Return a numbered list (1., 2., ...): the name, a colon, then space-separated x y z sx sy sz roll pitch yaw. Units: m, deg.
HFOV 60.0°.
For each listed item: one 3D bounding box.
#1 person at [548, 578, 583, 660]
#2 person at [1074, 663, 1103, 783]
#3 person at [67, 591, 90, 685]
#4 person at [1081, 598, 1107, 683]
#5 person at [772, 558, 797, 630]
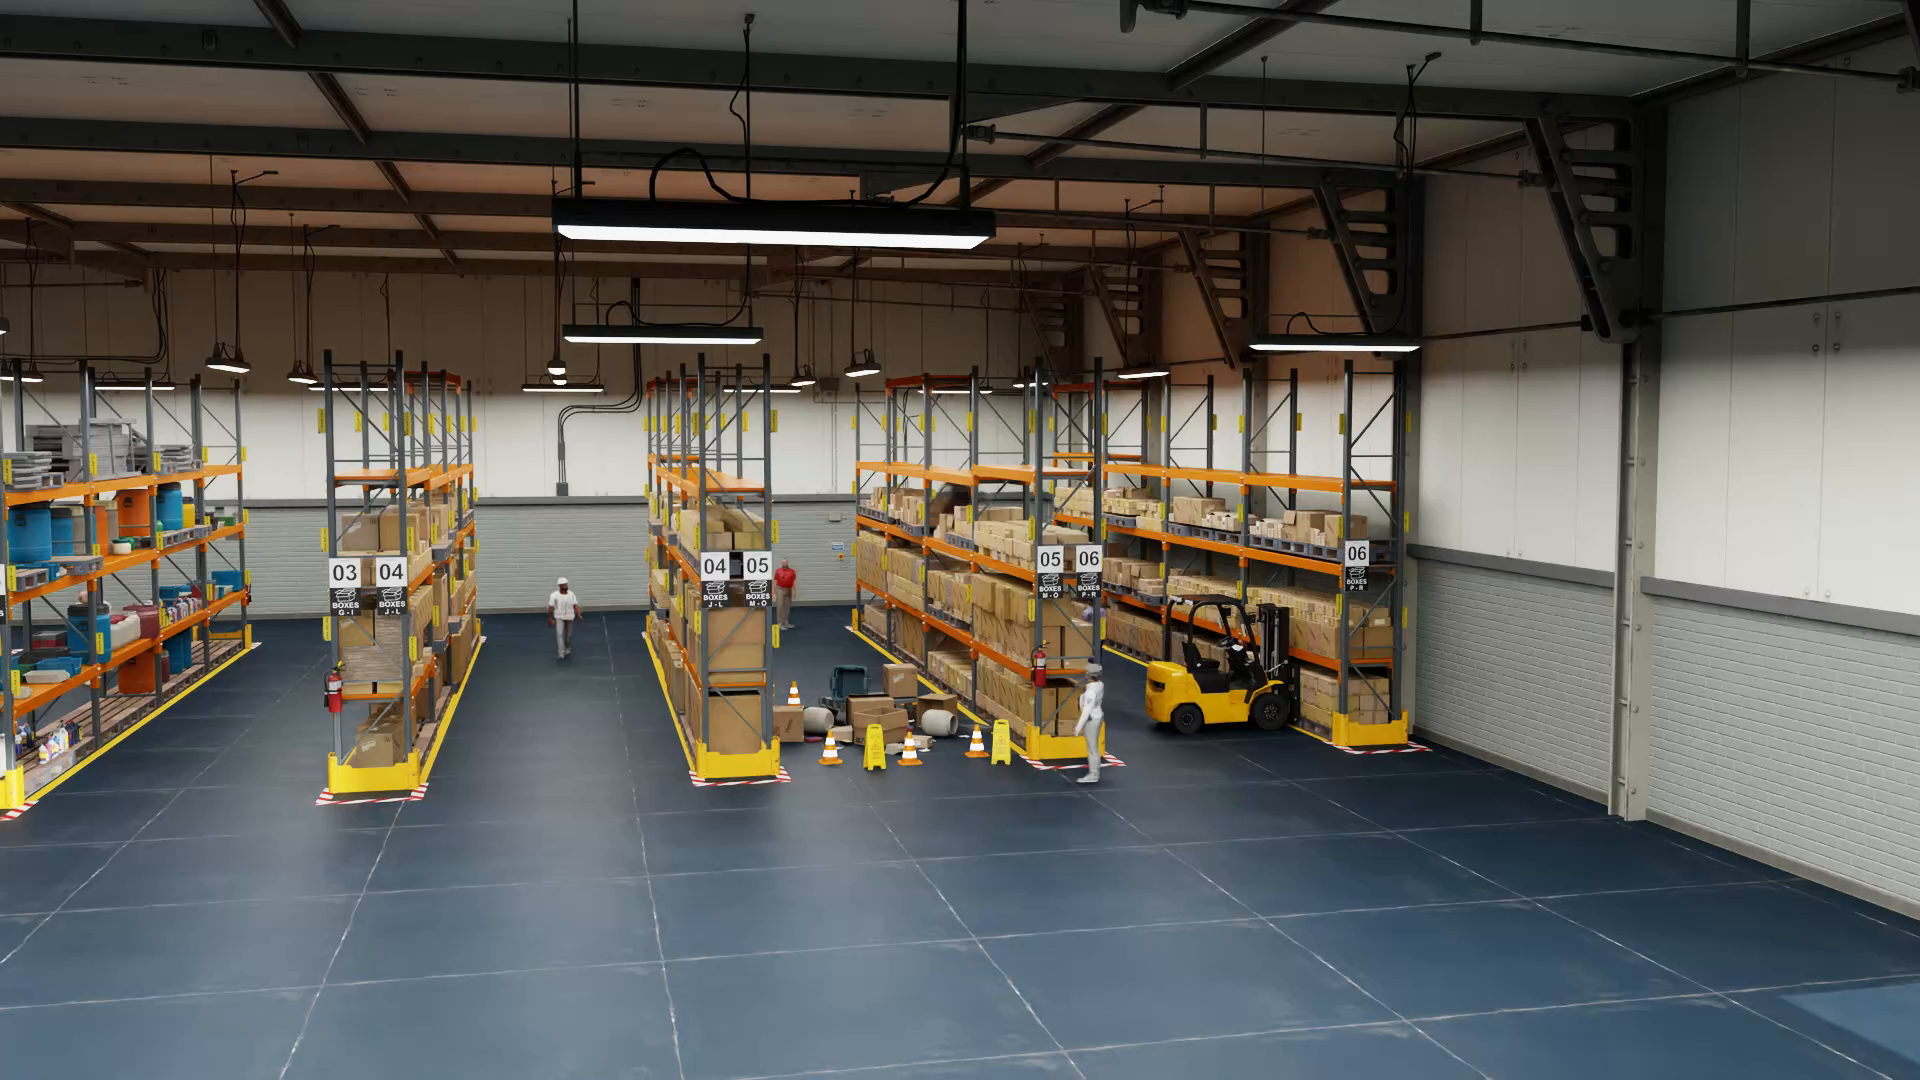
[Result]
1. person: -8.433 1.664 35.526 0.719 1.717 1.058 -1 4 -15
2. person: 1.808 2.549 23.247 0.395 1.677 0.576 1 4 11
3. person: -16.980 1.872 32.217 0.529 1.746 1.019 -1 4 -11
4. person: 2.398 1.821 30.250 0.524 1.663 0.728 -1 4 -16
5. person: -4.274 1.311 40.646 0.614 1.725 0.446 -3 5 -33
